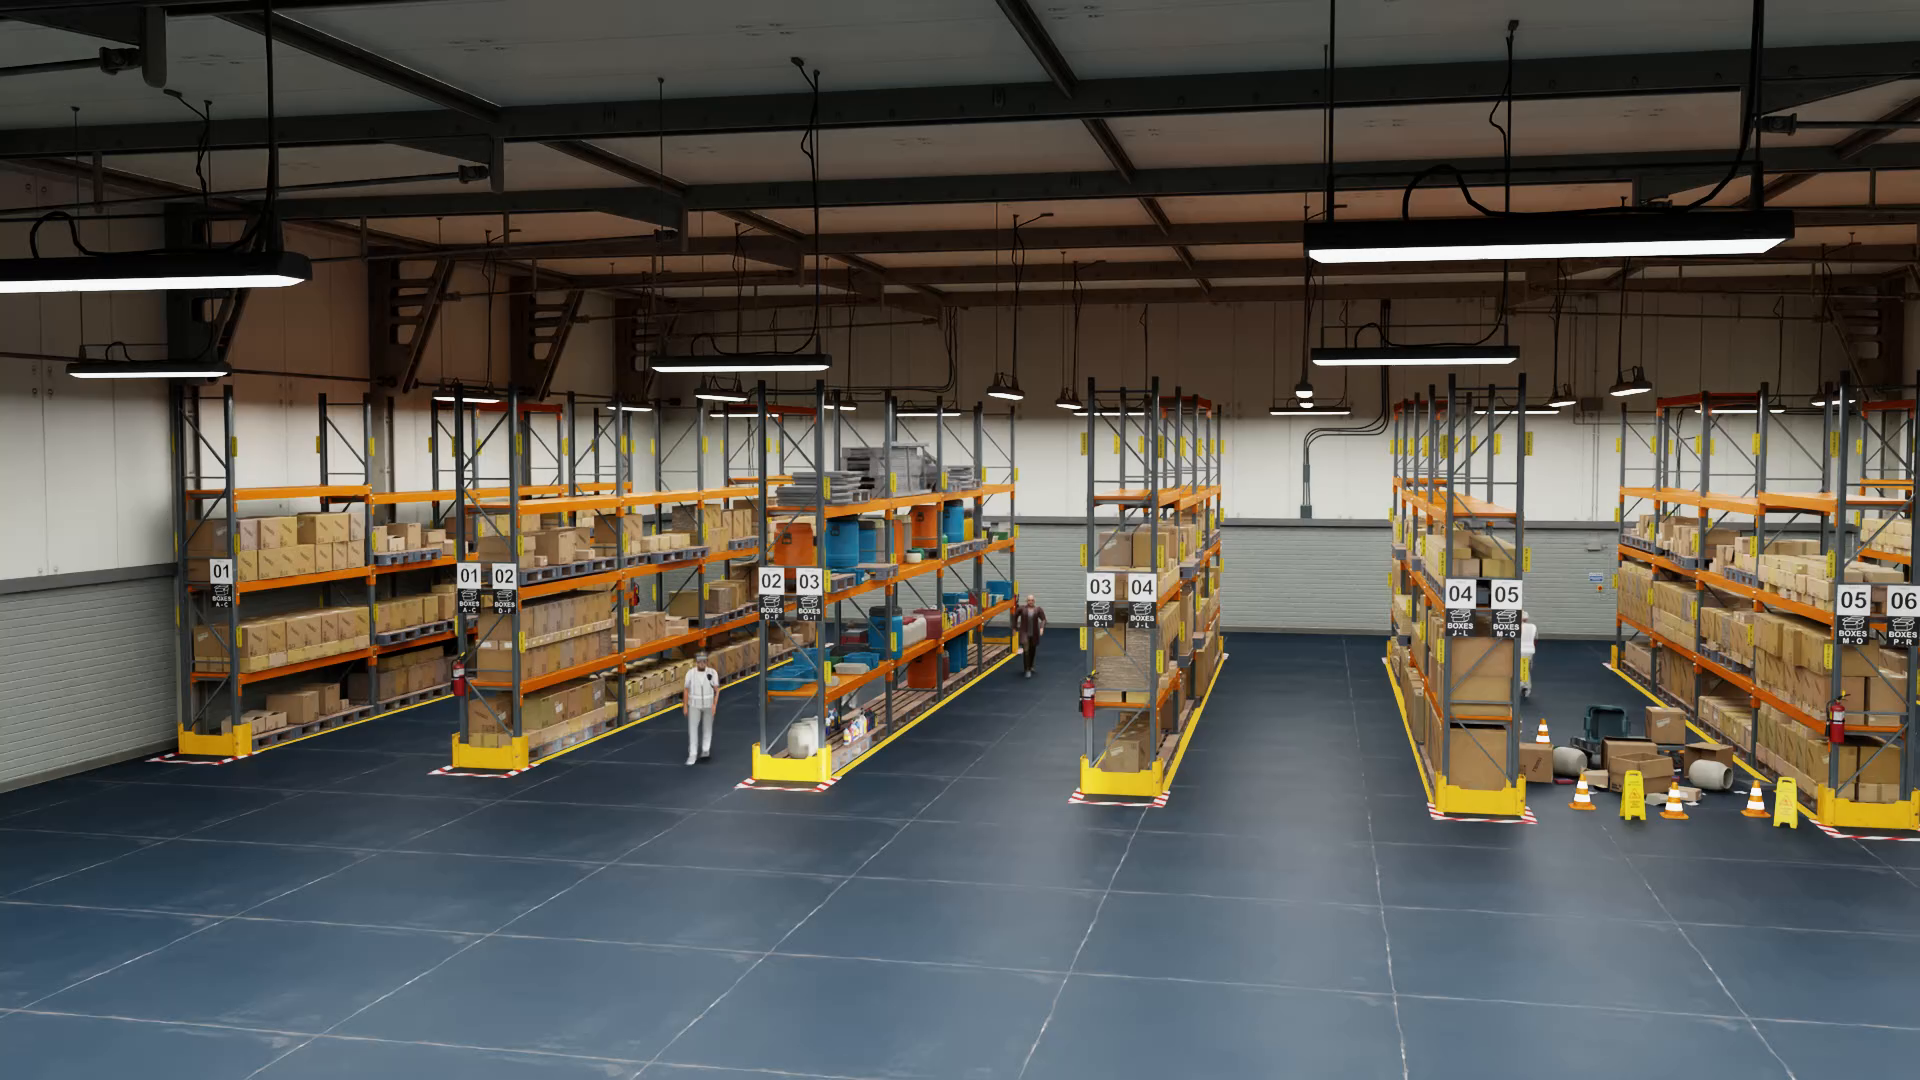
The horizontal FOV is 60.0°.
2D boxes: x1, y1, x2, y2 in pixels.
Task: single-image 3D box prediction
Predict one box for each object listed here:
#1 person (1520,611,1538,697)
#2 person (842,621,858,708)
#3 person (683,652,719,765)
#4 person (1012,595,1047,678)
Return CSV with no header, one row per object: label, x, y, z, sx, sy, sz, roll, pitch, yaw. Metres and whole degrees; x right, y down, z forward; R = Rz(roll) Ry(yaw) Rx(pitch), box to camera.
person,11.321,2.286,33.337,0.622,1.709,0.772,0,3,0
person,-2.082,2.403,31.834,0.481,1.695,0.564,-1,3,-18
person,-4.121,2.641,26.444,0.587,1.720,0.902,-1,3,-16
person,1.524,2.083,36.442,0.728,1.789,0.893,-1,3,-9
